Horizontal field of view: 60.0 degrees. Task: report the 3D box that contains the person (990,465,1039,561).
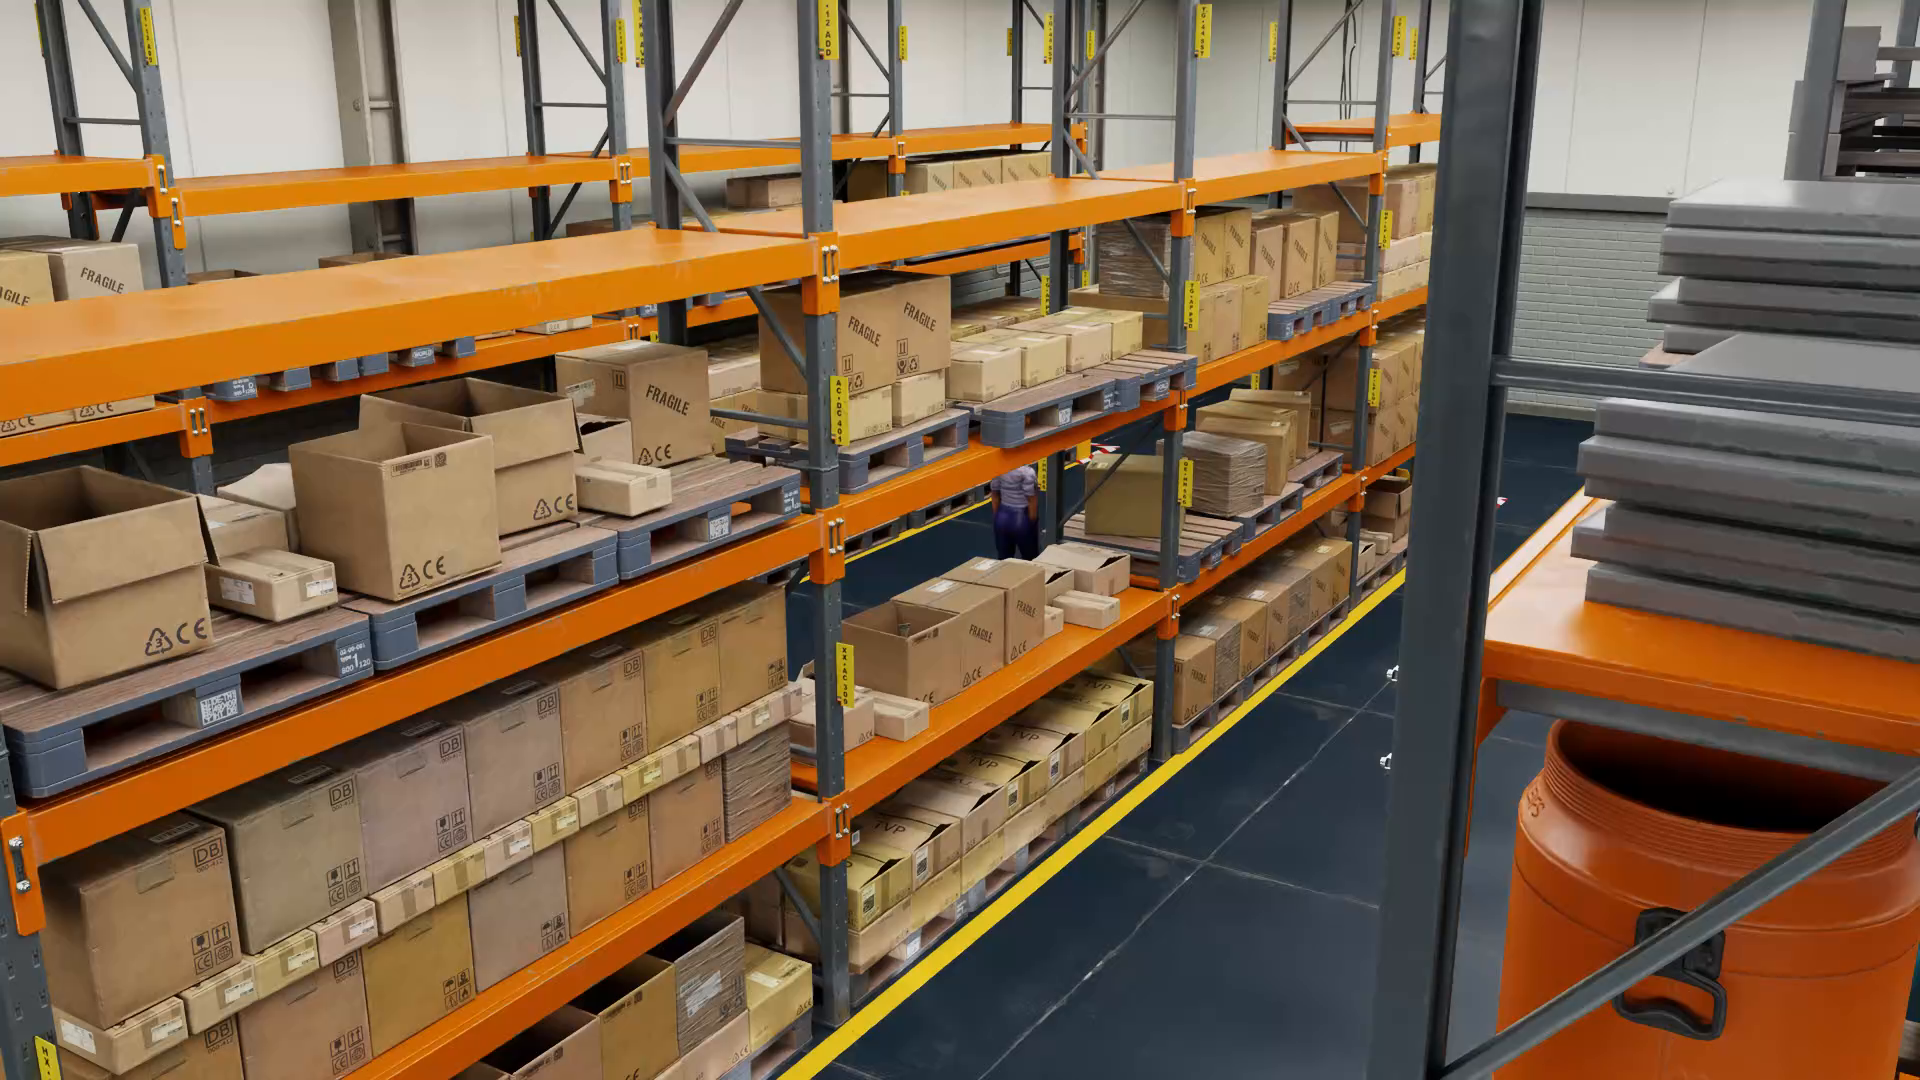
[{"bbox_3d":[0.492,-0.136,15.058,0.476,1.637,0.339,10,19,31],"label":"person"}]
